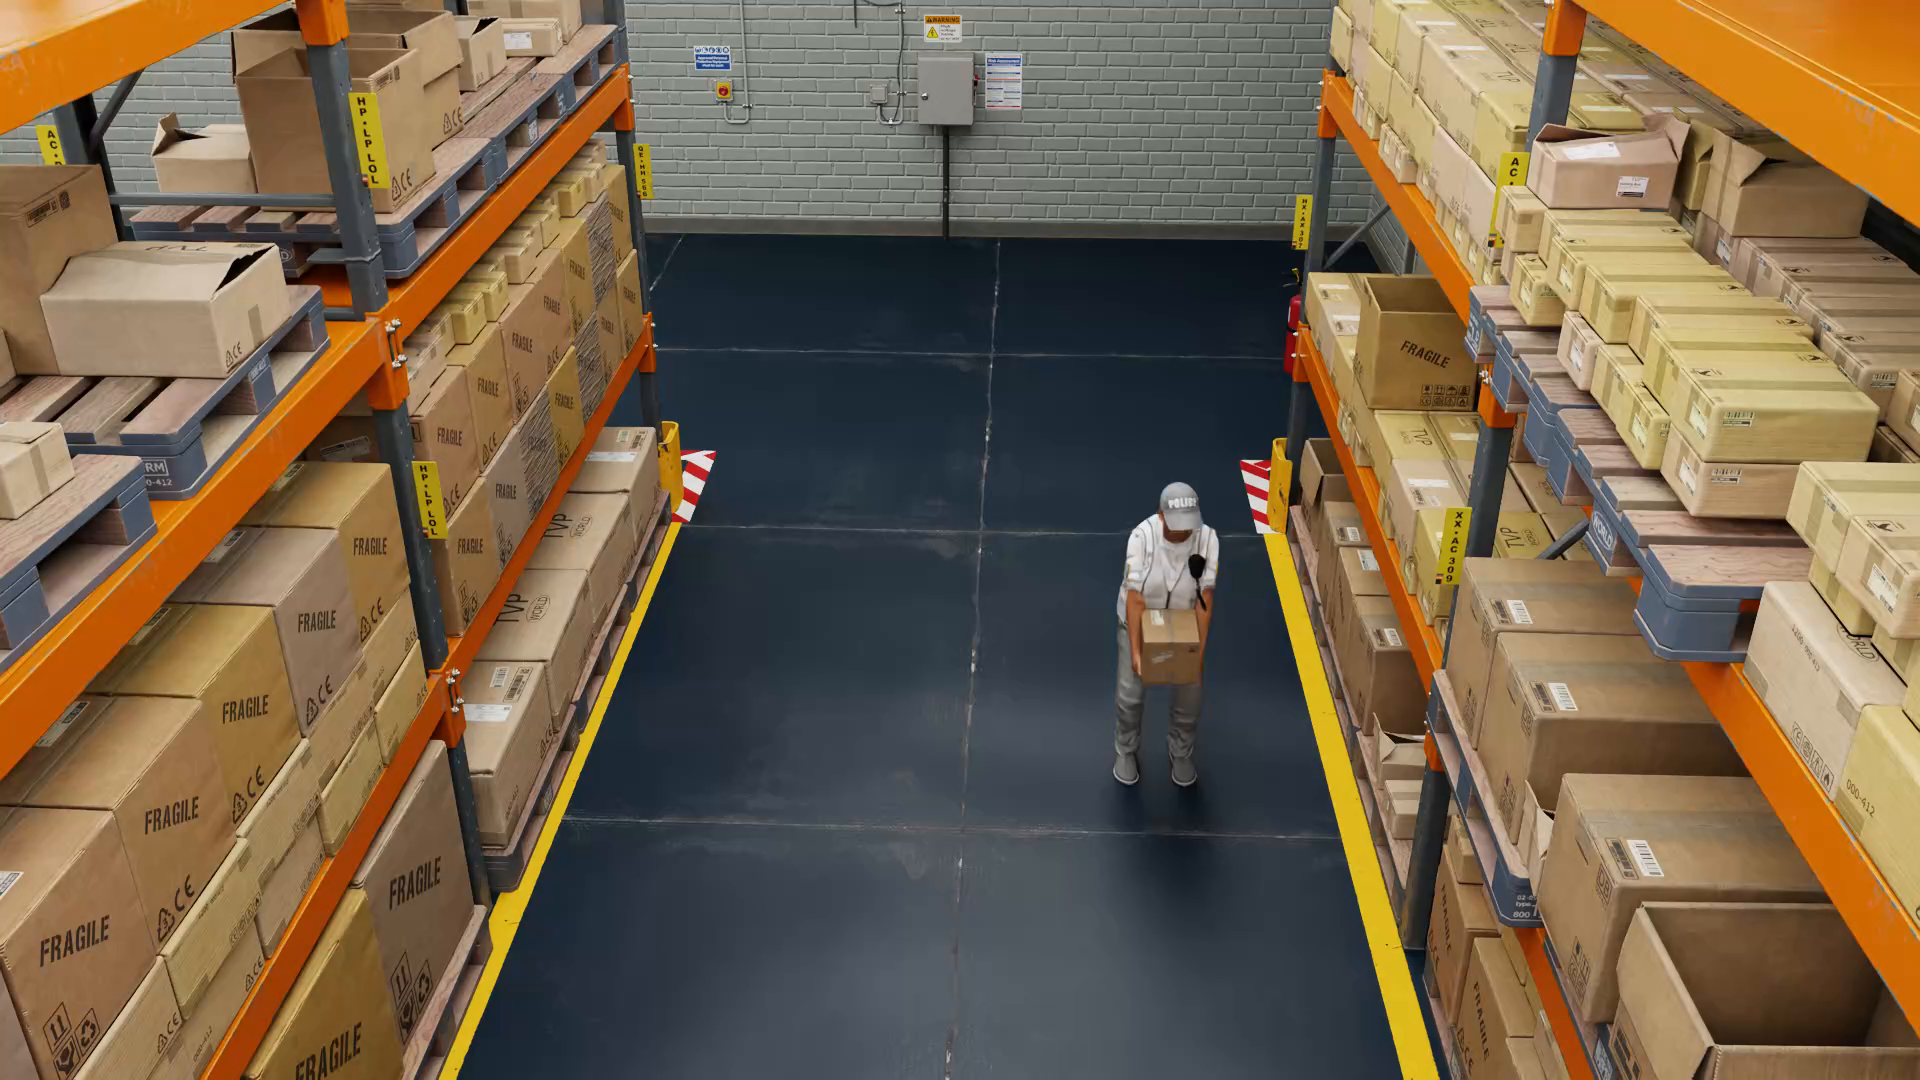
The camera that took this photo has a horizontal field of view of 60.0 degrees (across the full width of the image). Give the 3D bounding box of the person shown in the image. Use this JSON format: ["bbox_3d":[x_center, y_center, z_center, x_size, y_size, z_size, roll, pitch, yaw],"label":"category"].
[{"bbox_3d":[0.968,0.443,7.831,0.452,1.638,0.581,1,28,1],"label":"person"}]
